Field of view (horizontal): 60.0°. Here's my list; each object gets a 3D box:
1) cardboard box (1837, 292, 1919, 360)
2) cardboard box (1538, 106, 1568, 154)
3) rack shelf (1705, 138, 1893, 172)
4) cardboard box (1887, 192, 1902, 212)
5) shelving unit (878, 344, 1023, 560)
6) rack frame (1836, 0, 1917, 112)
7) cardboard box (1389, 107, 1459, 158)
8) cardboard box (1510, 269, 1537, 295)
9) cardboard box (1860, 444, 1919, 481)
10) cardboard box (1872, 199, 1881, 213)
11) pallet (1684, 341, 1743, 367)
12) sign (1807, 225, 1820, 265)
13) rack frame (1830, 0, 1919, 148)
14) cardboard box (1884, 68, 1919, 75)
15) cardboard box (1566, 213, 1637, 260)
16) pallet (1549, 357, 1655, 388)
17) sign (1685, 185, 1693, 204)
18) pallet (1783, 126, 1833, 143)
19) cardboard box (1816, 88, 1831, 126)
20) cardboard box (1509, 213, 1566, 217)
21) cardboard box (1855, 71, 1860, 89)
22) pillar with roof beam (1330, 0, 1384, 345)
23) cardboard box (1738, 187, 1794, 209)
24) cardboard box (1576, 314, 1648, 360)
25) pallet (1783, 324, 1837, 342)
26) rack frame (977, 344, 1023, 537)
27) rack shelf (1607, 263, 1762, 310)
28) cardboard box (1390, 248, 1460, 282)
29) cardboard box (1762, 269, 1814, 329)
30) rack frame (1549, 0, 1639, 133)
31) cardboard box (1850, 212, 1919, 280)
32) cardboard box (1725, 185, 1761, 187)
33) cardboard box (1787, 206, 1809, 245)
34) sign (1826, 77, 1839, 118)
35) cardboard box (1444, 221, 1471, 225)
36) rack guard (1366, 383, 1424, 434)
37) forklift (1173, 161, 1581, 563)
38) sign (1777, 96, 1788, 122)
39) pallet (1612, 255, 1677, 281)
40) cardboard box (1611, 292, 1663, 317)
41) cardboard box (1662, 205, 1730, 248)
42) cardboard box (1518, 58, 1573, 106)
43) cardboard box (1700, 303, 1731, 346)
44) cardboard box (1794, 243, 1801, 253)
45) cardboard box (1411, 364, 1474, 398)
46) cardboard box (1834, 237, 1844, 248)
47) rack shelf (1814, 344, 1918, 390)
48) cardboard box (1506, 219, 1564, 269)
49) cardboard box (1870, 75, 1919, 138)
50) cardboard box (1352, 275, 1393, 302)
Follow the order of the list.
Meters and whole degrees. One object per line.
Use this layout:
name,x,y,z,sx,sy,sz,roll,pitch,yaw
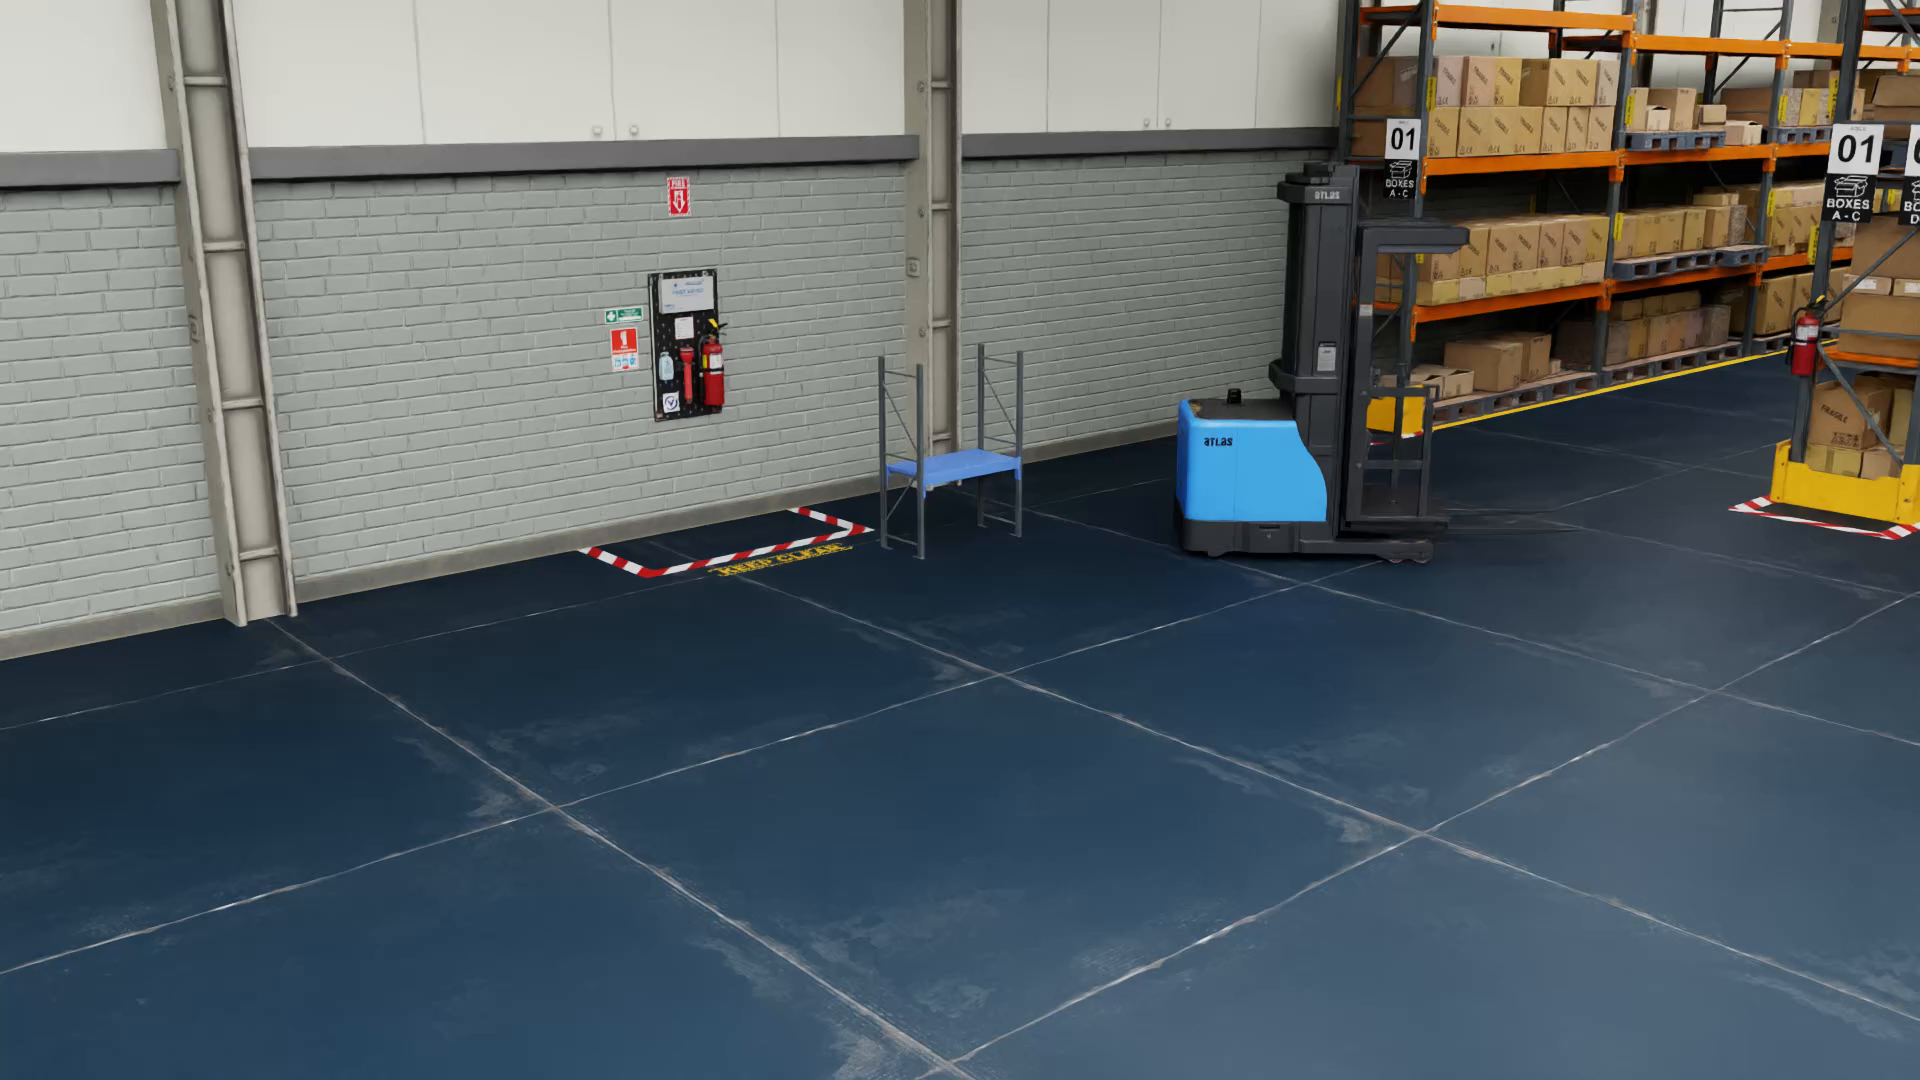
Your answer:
cardboard box,7.950,-1.840,14.131,0.500,0.500,0.700,-13,19,-39
cardboard box,6.351,-4.545,18.409,0.500,0.500,0.500,-14,20,-41
rack shelf,11.879,-5.474,23.513,4.000,0.370,1.077,-13,19,-39
cardboard box,13.808,-4.945,25.369,0.700,0.700,0.980,-12,19,-39
shelving unit,-0.064,-0.710,13.002,1.048,1.500,0.538,-13,19,-39
rack frame,13.388,-7.610,24.302,0.127,3.000,1.000,-13,19,-39
cardboard box,4.752,-4.194,17.093,0.500,0.500,0.500,-12,19,-38
cardboard box,6.065,-2.898,18.538,0.500,0.250,0.500,-12,19,-39
cardboard box,8.140,-0.637,14.336,0.500,0.250,0.500,-13,19,-39
cardboard box,13.205,-4.786,24.546,0.500,0.500,0.500,-13,20,-40
pallet,9.780,-2.555,22.405,1.213,0.211,1.003,-13,19,-39
sign,7.244,-2.497,14.082,0.005,0.325,0.100,-13,19,-39
rack frame,7.590,-4.613,13.083,0.127,3.000,1.000,-13,19,-39
cardboard box,14.110,-6.768,24.792,0.500,0.500,0.500,-13,20,-40
cardboard box,7.759,-3.697,20.231,0.500,0.500,0.700,-13,19,-39
pallet,7.939,-2.141,20.857,1.213,0.211,1.003,-13,19,-39
sign,10.003,-4.701,22.792,0.005,0.325,0.100,-13,19,-39
pallet,11.663,-5.701,23.335,1.213,0.211,1.003,-12,19,-37
cardboard box,11.854,-6.115,23.470,0.500,0.500,0.700,-13,20,-39
cardboard box,6.861,-3.617,19.777,0.500,0.500,0.500,-13,20,-41
cardboard box,12.638,-6.660,24.060,0.500,0.250,0.500,-11,18,-35
pillar with roof beam,7.121,-5.026,14.628,0.400,9.000,9.100,-13,19,-39
cardboard box,10.904,-4.629,22.507,0.500,0.250,0.500,-12,19,-38
cardboard box,8.254,-2.586,21.111,0.500,0.500,0.700,-13,20,-40
pallet,11.934,-3.011,24.114,1.213,0.211,1.003,-13,19,-39
rack frame,0.319,-0.796,13.325,0.032,1.500,0.500,-13,19,-39
rack shelf,8.861,-3.347,21.364,4.000,0.370,1.077,-13,19,-39
cardboard box,4.893,-3.000,17.469,0.500,0.500,0.500,-13,19,-39
cardboard box,11.676,-3.444,23.684,0.750,0.750,0.750,-13,20,-40
rack frame,7.353,-6.255,19.228,0.127,3.000,1.000,-13,19,-39
cardboard box,7.990,-2.476,13.998,0.500,0.500,0.700,-13,19,-39
cardboard box,10.935,-4.812,23.191,0.500,0.250,0.500,-13,20,-41
cardboard box,11.306,-4.355,22.932,0.500,0.500,0.500,-12,19,-38
sign,7.244,-3.662,13.771,0.005,0.325,0.100,-13,19,-39
cardboard box,5.325,-3.271,18.483,0.500,0.500,0.500,-13,20,-41
rack guard,4.392,-1.484,17.836,0.348,0.500,1.175,-13,19,-39
forklift,3.237,-1.382,12.745,3.031,2.935,1.130,1,15,2
sign,10.725,-5.627,21.689,0.005,0.325,0.100,-13,19,-39
pallet,8.025,-3.365,20.406,1.213,0.211,1.003,-13,19,-39
cardboard box,8.617,-3.016,21.265,0.500,0.250,0.500,-13,20,-41
cardboard box,9.618,-4.113,21.790,0.700,0.500,0.500,14,20,42
cardboard box,6.359,-5.023,18.261,0.500,0.500,0.500,-14,20,-41
cardboard box,9.861,-2.907,22.310,0.500,0.500,0.700,-12,19,-39
cardboard box,11.521,-4.115,23.290,0.250,0.149,0.380,-12,19,-38
cardboard box,5.346,-1.788,18.491,0.500,0.311,0.500,-11,18,-35
cardboard box,12.530,-4.320,24.059,0.250,0.149,0.380,-13,19,-39
rack shelf,9.099,-1.706,15.219,4.000,0.370,1.077,-13,19,-39
cardboard box,6.439,-3.347,18.765,0.500,0.500,0.500,-13,20,-41
cardboard box,8.026,-3.581,13.746,0.637,0.503,0.797,-11,18,-36
cardboard box,4.561,-2.733,17.920,0.500,0.250,0.500,-12,19,-39
